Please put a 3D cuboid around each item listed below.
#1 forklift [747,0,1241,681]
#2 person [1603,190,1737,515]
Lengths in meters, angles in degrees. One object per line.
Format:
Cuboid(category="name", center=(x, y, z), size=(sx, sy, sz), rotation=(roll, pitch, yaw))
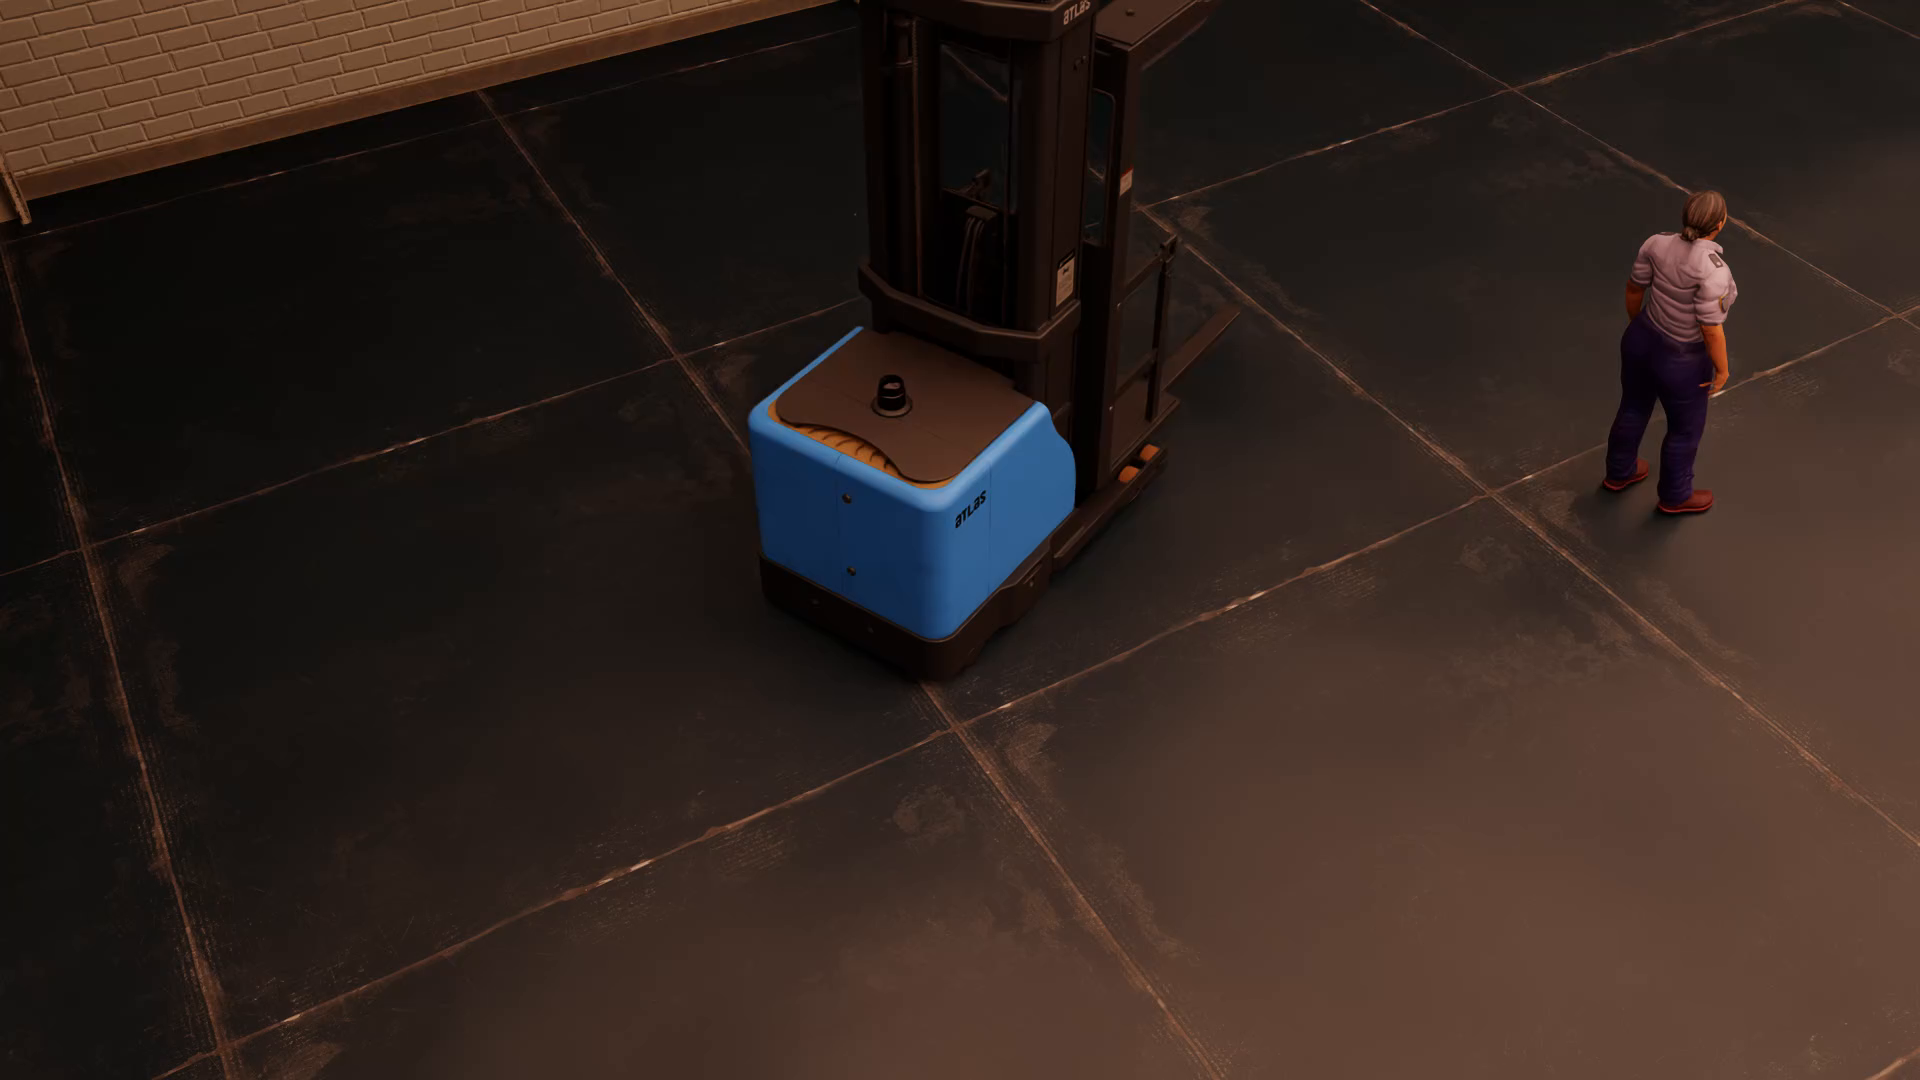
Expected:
Cuboid(category="forklift", center=(0.358, -1.440, 7.250), size=(1.130, 2.935, 3.031), rotation=(25, 49, 25))
Cuboid(category="person", center=(3.303, -0.867, 7.573), size=(0.502, 1.642, 0.596), rotation=(-20, 46, -20))
